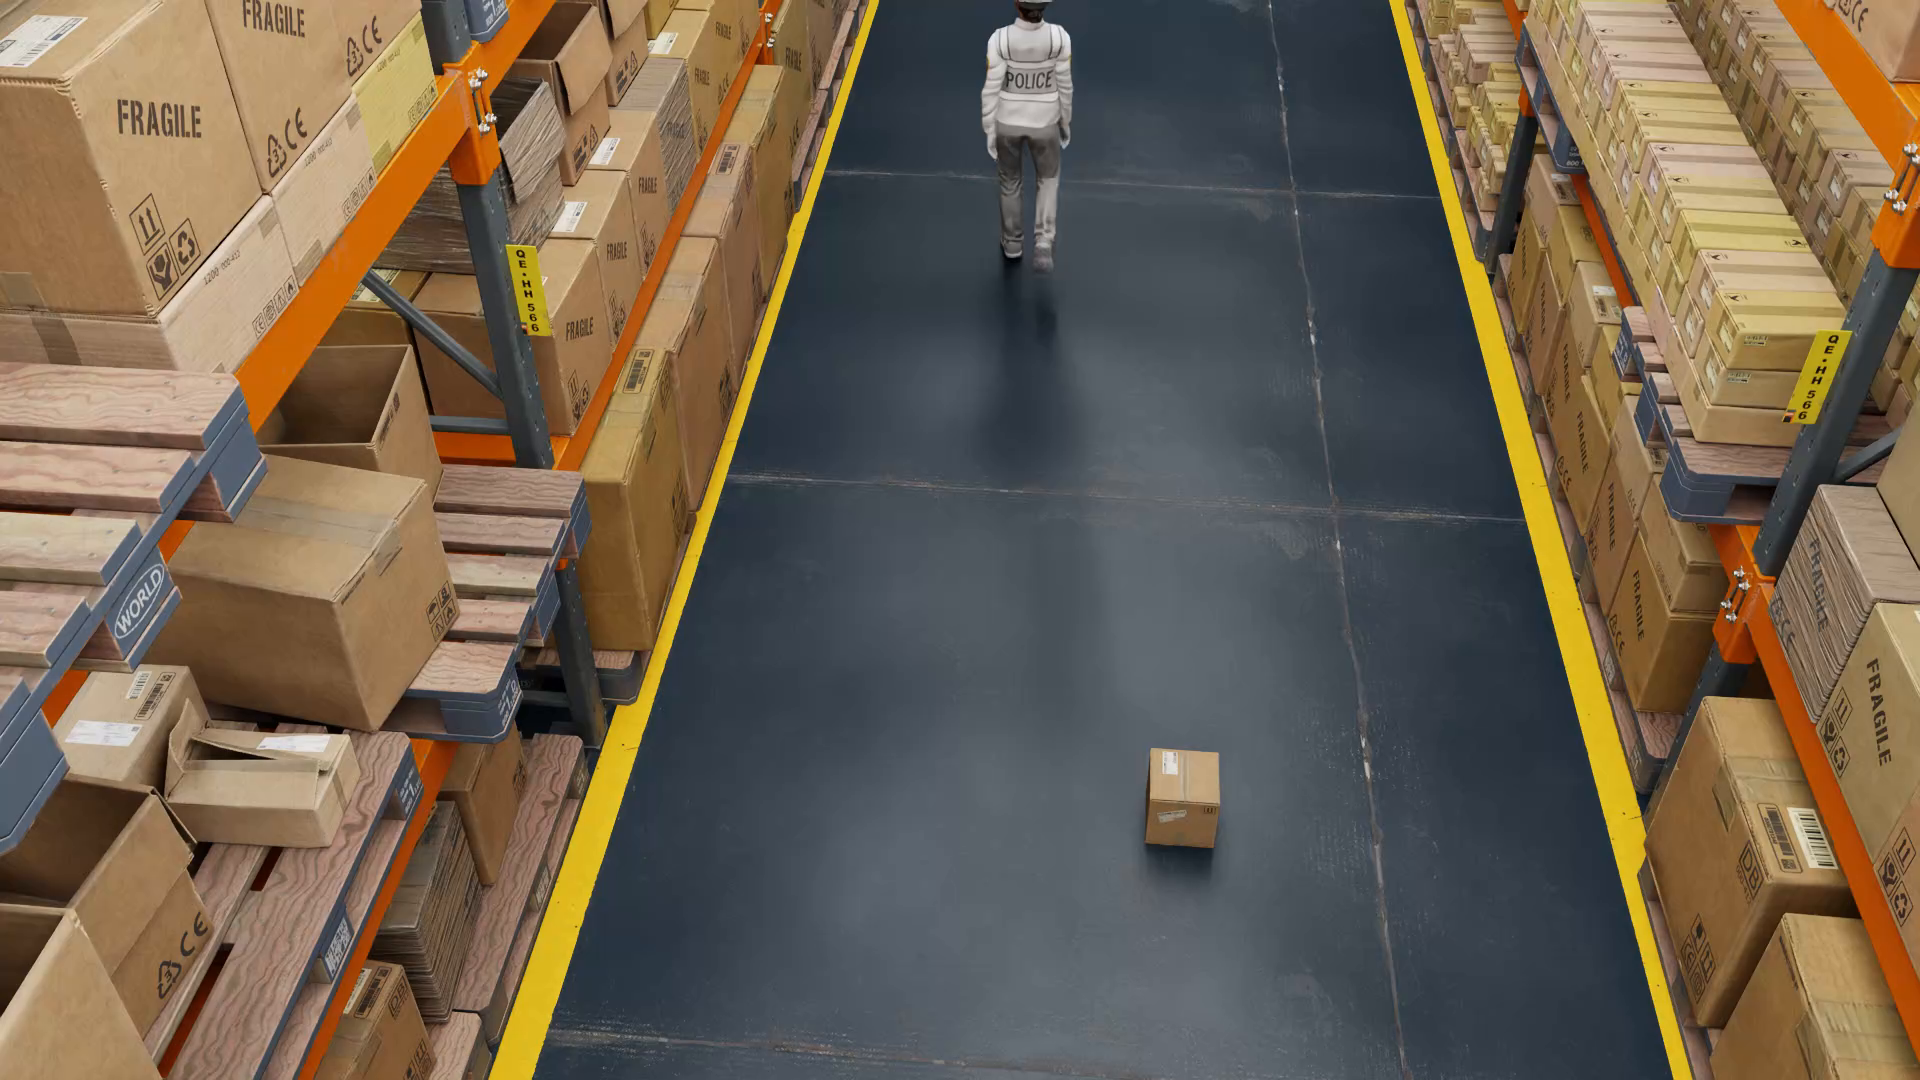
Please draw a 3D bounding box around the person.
[{"bbox_3d":[0.346,-2.162,8.660,0.477,1.670,0.659,0,40,0],"label":"person"}]
